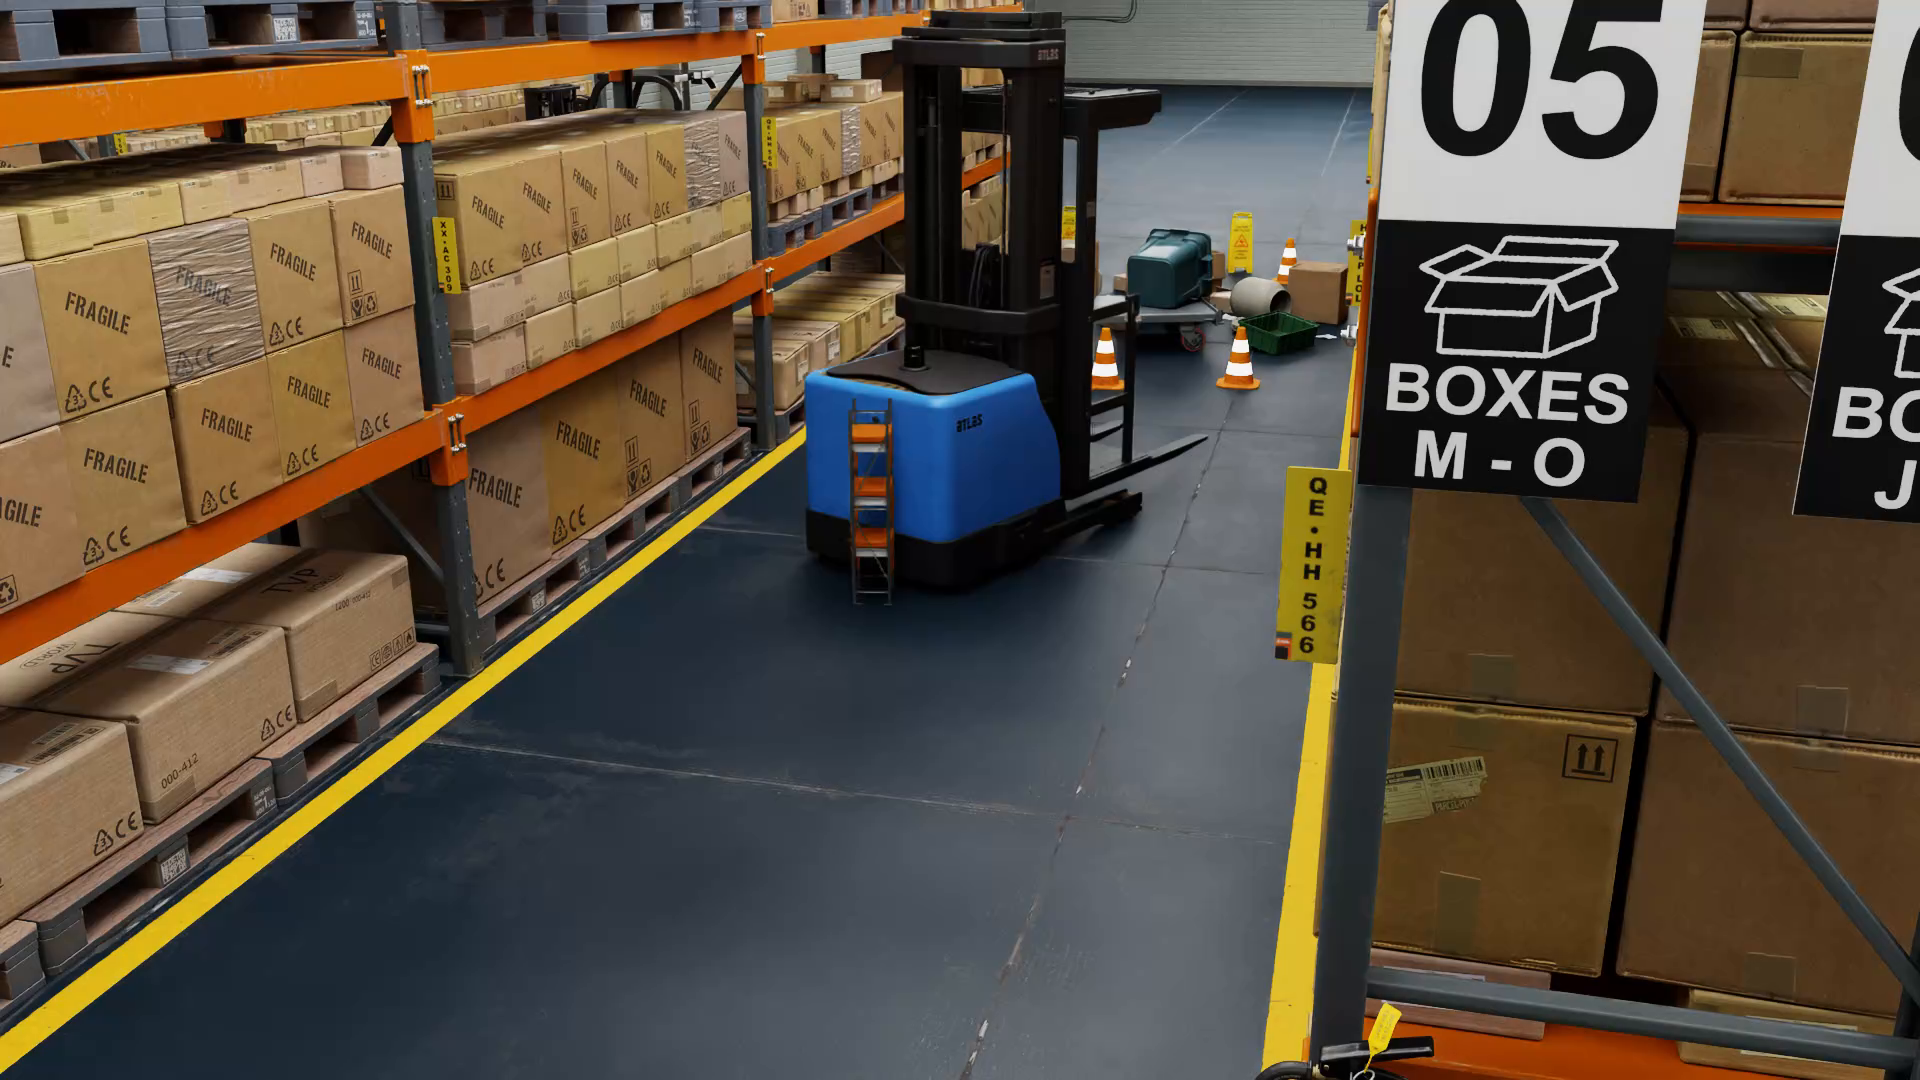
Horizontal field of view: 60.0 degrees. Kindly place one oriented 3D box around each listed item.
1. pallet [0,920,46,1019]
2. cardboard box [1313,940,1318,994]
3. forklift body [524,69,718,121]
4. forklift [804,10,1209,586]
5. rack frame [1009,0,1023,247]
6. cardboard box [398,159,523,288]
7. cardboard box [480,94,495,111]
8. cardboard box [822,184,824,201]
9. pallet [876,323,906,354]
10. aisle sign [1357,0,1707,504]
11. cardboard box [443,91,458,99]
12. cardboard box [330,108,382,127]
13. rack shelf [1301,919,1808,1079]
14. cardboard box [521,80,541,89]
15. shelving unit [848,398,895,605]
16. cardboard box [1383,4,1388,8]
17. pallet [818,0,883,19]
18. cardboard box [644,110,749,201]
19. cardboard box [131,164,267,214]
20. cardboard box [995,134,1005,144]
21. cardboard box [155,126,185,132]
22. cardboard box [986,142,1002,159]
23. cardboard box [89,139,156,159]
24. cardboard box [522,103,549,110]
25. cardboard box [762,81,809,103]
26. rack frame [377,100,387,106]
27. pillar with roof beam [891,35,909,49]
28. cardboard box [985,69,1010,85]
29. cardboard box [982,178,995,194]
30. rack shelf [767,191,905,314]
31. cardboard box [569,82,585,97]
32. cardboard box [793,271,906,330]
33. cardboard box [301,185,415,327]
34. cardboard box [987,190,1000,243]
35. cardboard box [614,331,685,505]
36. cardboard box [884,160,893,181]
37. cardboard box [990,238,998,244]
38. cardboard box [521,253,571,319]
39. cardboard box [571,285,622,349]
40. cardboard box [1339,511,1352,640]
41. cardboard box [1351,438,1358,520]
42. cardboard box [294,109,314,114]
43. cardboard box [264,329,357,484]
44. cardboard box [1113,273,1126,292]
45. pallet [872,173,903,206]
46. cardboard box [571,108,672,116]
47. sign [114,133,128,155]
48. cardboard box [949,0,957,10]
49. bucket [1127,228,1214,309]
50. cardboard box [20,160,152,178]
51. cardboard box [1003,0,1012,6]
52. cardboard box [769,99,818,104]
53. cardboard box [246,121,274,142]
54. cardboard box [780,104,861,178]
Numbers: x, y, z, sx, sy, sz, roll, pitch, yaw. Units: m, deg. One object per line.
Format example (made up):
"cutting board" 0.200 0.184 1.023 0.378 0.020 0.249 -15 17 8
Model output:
"pallet" -3.612 1.494 4.987 1.003 0.211 1.213 5 19 13
"cardboard box" 1.171 1.143 4.540 0.380 0.149 0.250 5 20 15
"forklift body" -3.330 -3.834 17.586 2.313 2.155 1.214 5 19 13
"forklift" 0.448 -1.552 9.696 1.130 2.935 3.031 14 24 36
"rack frame" 0.178 -4.584 18.467 1.000 3.000 0.127 5 19 13
"cardboard box" -2.368 -1.458 7.614 0.500 0.500 0.500 5 19 14
"cardboard box" -4.984 -4.473 16.984 0.380 0.149 0.250 4 19 13
"cardboard box" -1.233 -2.578 12.332 0.380 0.149 0.250 6 20 17
"pallet" -0.988 -1.766 14.532 1.003 0.211 1.213 5 19 13
"aisle sign" 0.785 -0.441 2.315 0.394 0.787 0.004 5 19 13
"cardboard box" -5.218 -4.462 16.492 0.380 0.149 0.250 4 19 12
"cardboard box" -5.527 -3.868 15.213 0.380 0.149 0.250 4 19 13
"rack shelf" 1.582 0.504 4.684 1.077 0.370 4.000 5 19 13
"cardboard box" -4.734 -4.933 17.870 0.380 0.149 0.250 5 19 14
"shelving unit" -0.456 -0.197 8.639 0.215 1.050 0.252 0 19 1
"cardboard box" 1.442 -1.368 4.644 0.500 0.250 0.500 6 20 16
"pallet" -1.304 -4.150 12.847 1.213 0.211 1.003 5 19 13
"cardboard box" -1.649 -2.414 10.413 0.500 0.500 0.500 4 19 12
"cardboard box" -2.805 -1.296 6.136 0.380 0.149 0.250 4 19 13
"cardboard box" 0.186 -4.423 17.382 0.500 0.500 0.500 5 19 14
"cardboard box" -6.498 -3.265 13.447 0.380 0.149 0.250 5 19 13
"cardboard box" 0.223 -4.081 17.383 0.380 0.149 0.250 5 19 14
"cardboard box" -6.227 -2.898 12.373 0.380 0.149 0.250 5 20 15
"cardboard box" -4.762 -4.524 18.138 0.500 0.500 0.500 4 19 12
"cardboard box" -1.423 -3.556 13.189 0.380 0.149 0.250 6 20 16
"rack frame" -5.613 -3.721 15.940 1.000 3.000 0.127 5 19 13
"pillar with roof beam" 2.892 -12.968 33.733 9.100 9.000 0.400 5 19 13
"cardboard box" 0.109 -4.742 16.767 0.700 0.500 0.500 4 19 13
"cardboard box" 0.146 -3.672 17.239 0.380 0.149 0.250 5 19 14
"rack shelf" -1.288 -2.363 13.077 1.077 0.370 4.000 5 19 13
"cardboard box" -4.483 -5.116 18.865 0.380 0.149 0.250 5 19 14
"cardboard box" -0.925 -2.121 14.671 0.950 0.372 0.625 5 19 14
"cardboard box" -2.601 -1.173 6.780 0.500 0.500 0.500 4 19 13
"cardboard box" 0.111 -3.401 17.447 0.500 0.500 0.500 5 20 15
"cardboard box" -2.248 -0.780 9.969 0.875 0.875 0.875 5 19 14
"cardboard box" -0.767 -3.062 13.750 0.380 0.149 0.250 4 19 12
"cardboard box" 0.107 -3.045 17.566 0.500 0.250 0.500 5 19 14
"cardboard box" -2.273 -1.269 8.222 0.500 0.250 0.500 5 19 14
"cardboard box" -2.125 -1.190 8.764 0.500 0.250 0.500 4 19 13
"cardboard box" 1.199 0.121 4.079 0.500 0.500 0.500 5 19 14
"cardboard box" 1.088 -0.193 3.449 0.500 0.500 0.500 4 19 12
"cardboard box" -6.086 -3.824 15.083 0.380 0.149 0.250 5 19 13
"cardboard box" -2.740 -0.543 6.481 0.500 0.500 0.500 4 19 12
"cardboard box" 1.817 -2.664 17.258 0.380 0.149 0.250 17 25 41
"pallet" -1.127 -3.011 14.159 1.003 0.211 1.213 5 19 13
"cardboard box" -2.134 -2.461 10.552 0.500 0.500 0.500 4 19 12
"sign" -6.062 -2.938 11.979 0.100 0.325 0.005 5 19 13
"cardboard box" -0.238 -5.031 15.525 0.380 0.149 0.250 4 19 12
"bucket" 1.823 -2.366 14.686 0.726 0.611 0.620 12 32 32
"cardboard box" -3.271 -1.333 6.245 0.380 0.149 0.250 5 19 13
"cardboard box" 0.333 -5.670 17.394 0.380 0.149 0.250 5 19 14
"cardboard box" -1.448 -3.282 13.390 0.500 0.500 0.500 5 19 13
"cardboard box" -5.952 -3.392 13.821 0.380 0.149 0.250 5 19 13
"cardboard box" -1.069 -3.073 12.779 0.500 0.500 0.500 4 19 11
